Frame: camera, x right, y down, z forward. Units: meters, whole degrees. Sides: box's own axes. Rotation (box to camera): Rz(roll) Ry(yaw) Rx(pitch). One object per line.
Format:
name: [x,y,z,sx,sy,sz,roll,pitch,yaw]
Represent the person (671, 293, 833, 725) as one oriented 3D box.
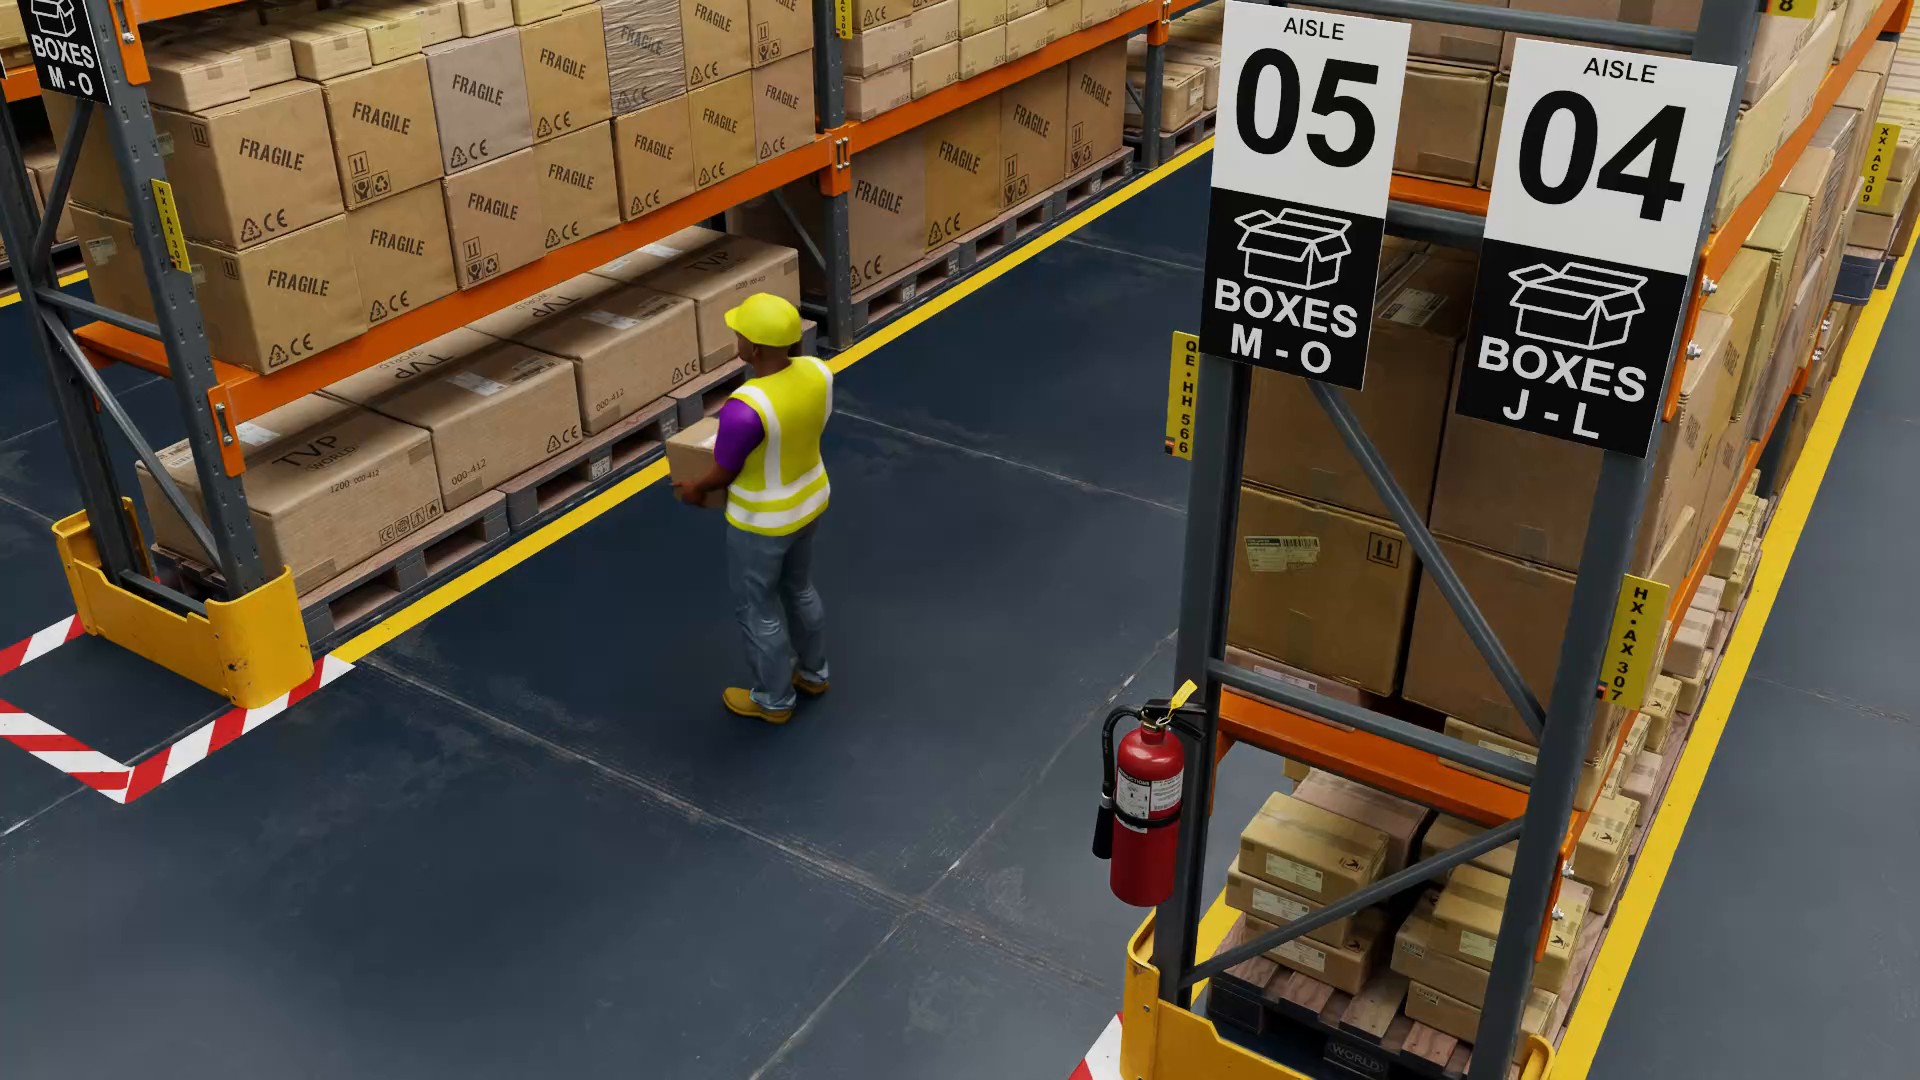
person: [-0.785,-0.133,6.336,0.567,1.766,0.528,17,35,27]
